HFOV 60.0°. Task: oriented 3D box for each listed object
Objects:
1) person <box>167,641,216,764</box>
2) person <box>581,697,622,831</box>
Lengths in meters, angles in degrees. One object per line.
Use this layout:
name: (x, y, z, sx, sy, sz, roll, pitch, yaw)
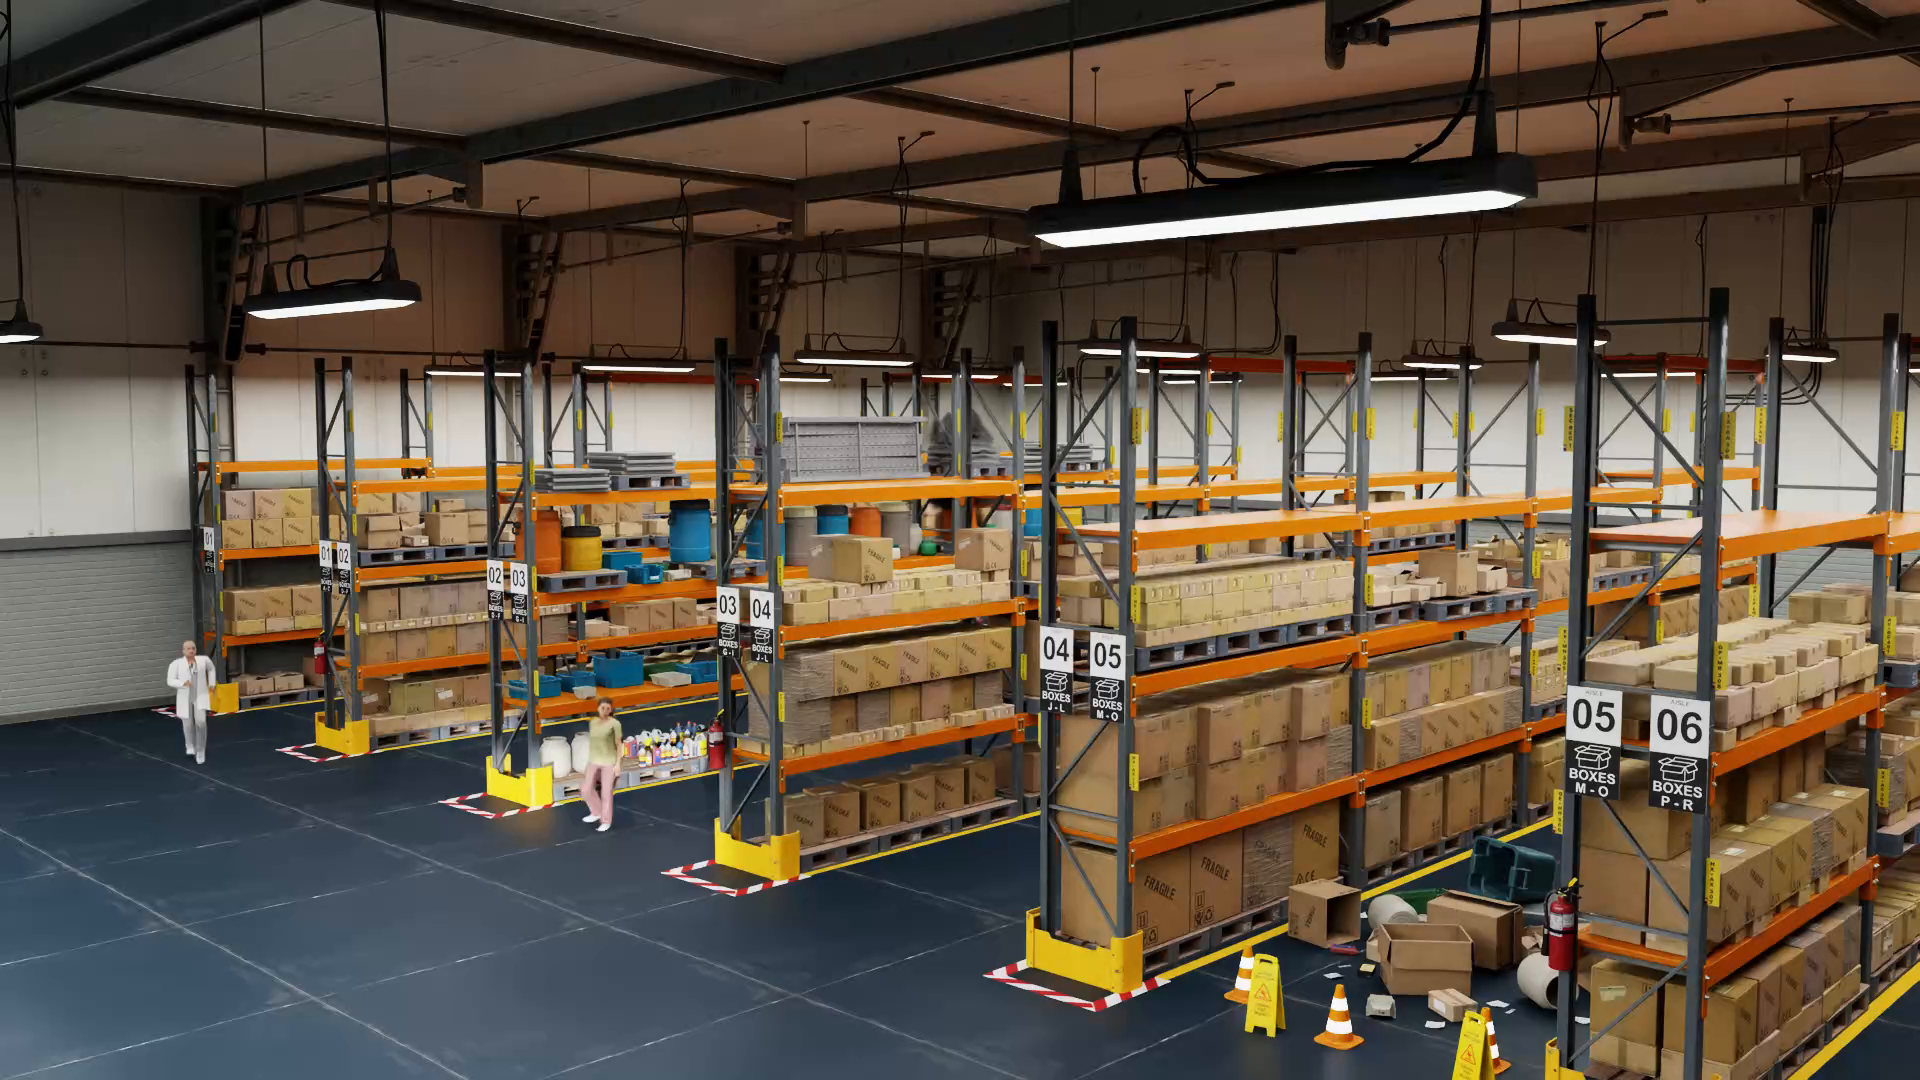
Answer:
person: (-11.372, 2.399, 24.628, 0.645, 1.835, 0.911, -2, 5, -24)
person: (-4.417, 2.752, 20.542, 0.543, 1.662, 0.425, 1, 4, 10)
